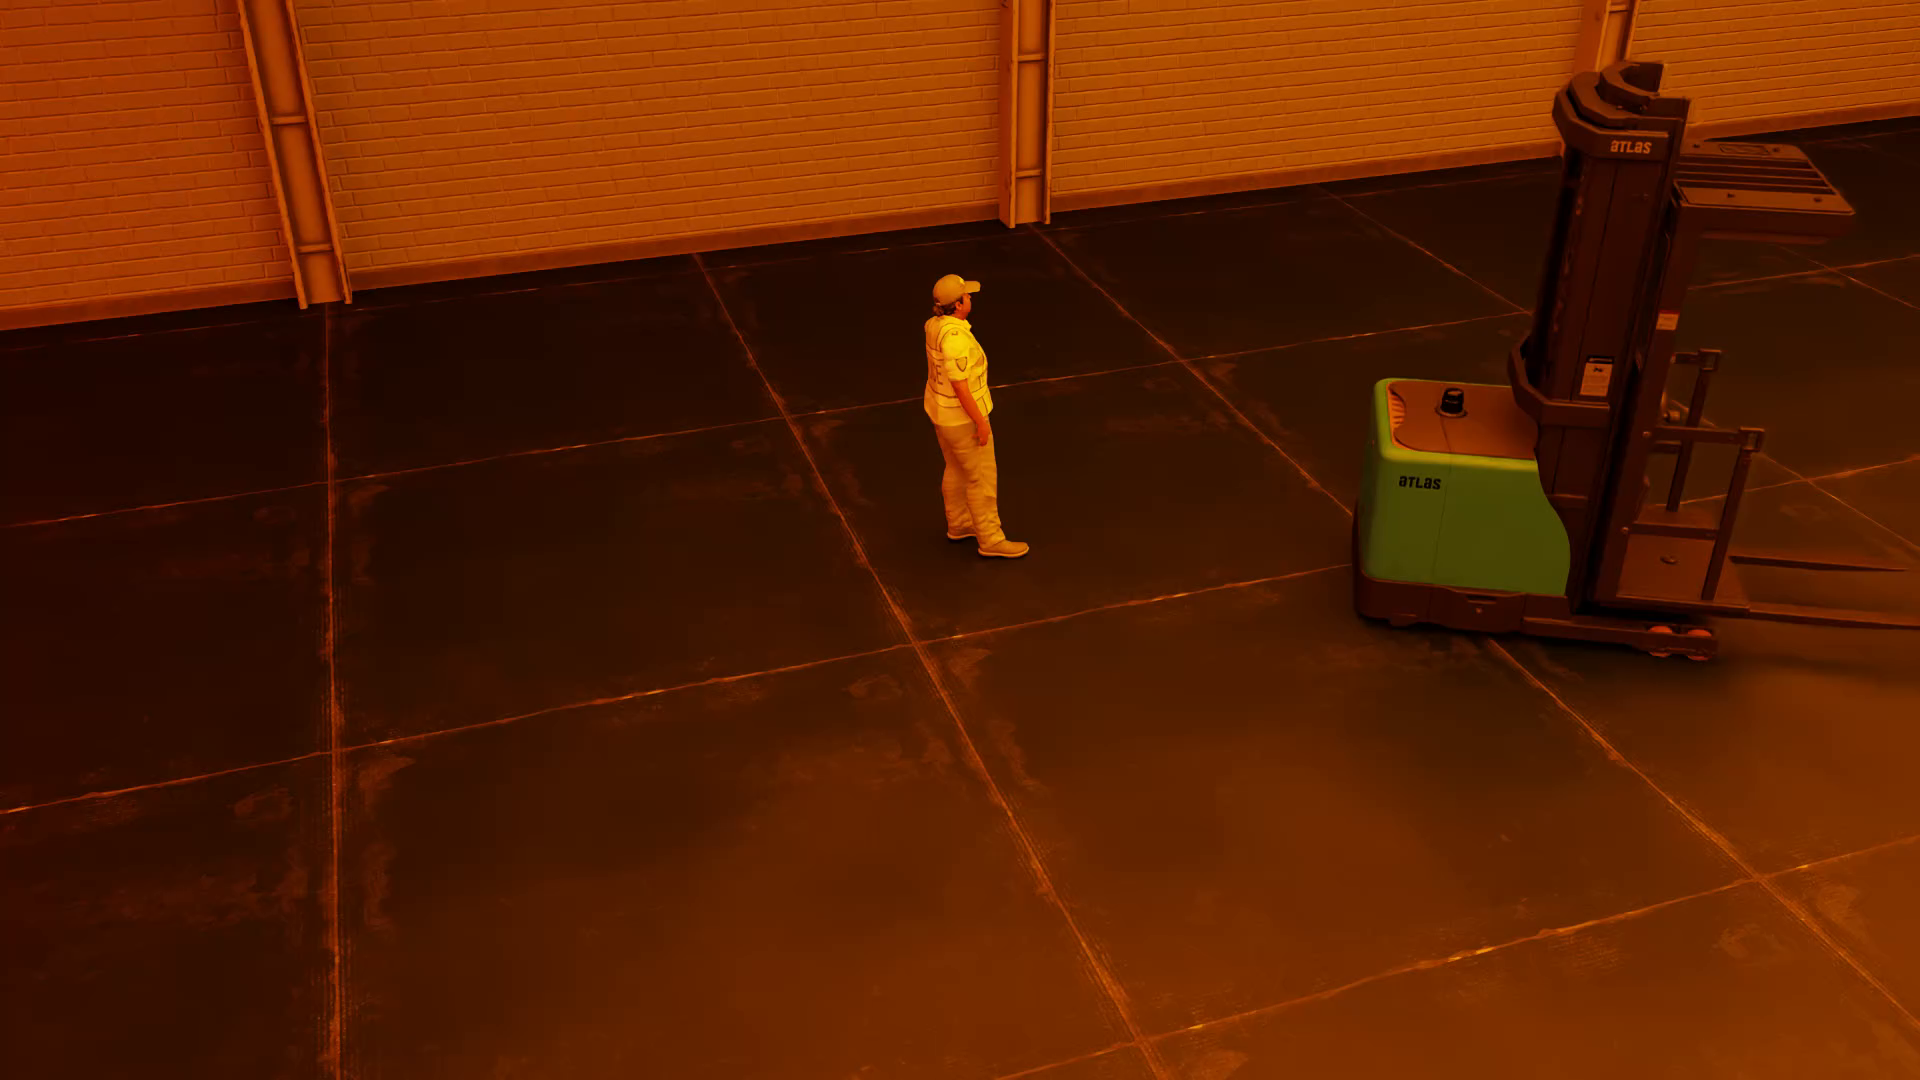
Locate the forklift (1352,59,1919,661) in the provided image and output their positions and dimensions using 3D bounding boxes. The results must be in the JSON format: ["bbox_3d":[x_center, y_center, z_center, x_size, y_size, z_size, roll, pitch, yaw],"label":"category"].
[{"bbox_3d":[3.763,-0.912,8.672,3.031,2.935,1.130,5,30,9],"label":"forklift"}]

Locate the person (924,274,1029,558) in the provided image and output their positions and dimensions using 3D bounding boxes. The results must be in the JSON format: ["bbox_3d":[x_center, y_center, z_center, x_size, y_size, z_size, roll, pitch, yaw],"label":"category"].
[{"bbox_3d":[0.080,-0.730,9.609,0.529,1.670,0.599,-10,31,-16],"label":"person"}]
